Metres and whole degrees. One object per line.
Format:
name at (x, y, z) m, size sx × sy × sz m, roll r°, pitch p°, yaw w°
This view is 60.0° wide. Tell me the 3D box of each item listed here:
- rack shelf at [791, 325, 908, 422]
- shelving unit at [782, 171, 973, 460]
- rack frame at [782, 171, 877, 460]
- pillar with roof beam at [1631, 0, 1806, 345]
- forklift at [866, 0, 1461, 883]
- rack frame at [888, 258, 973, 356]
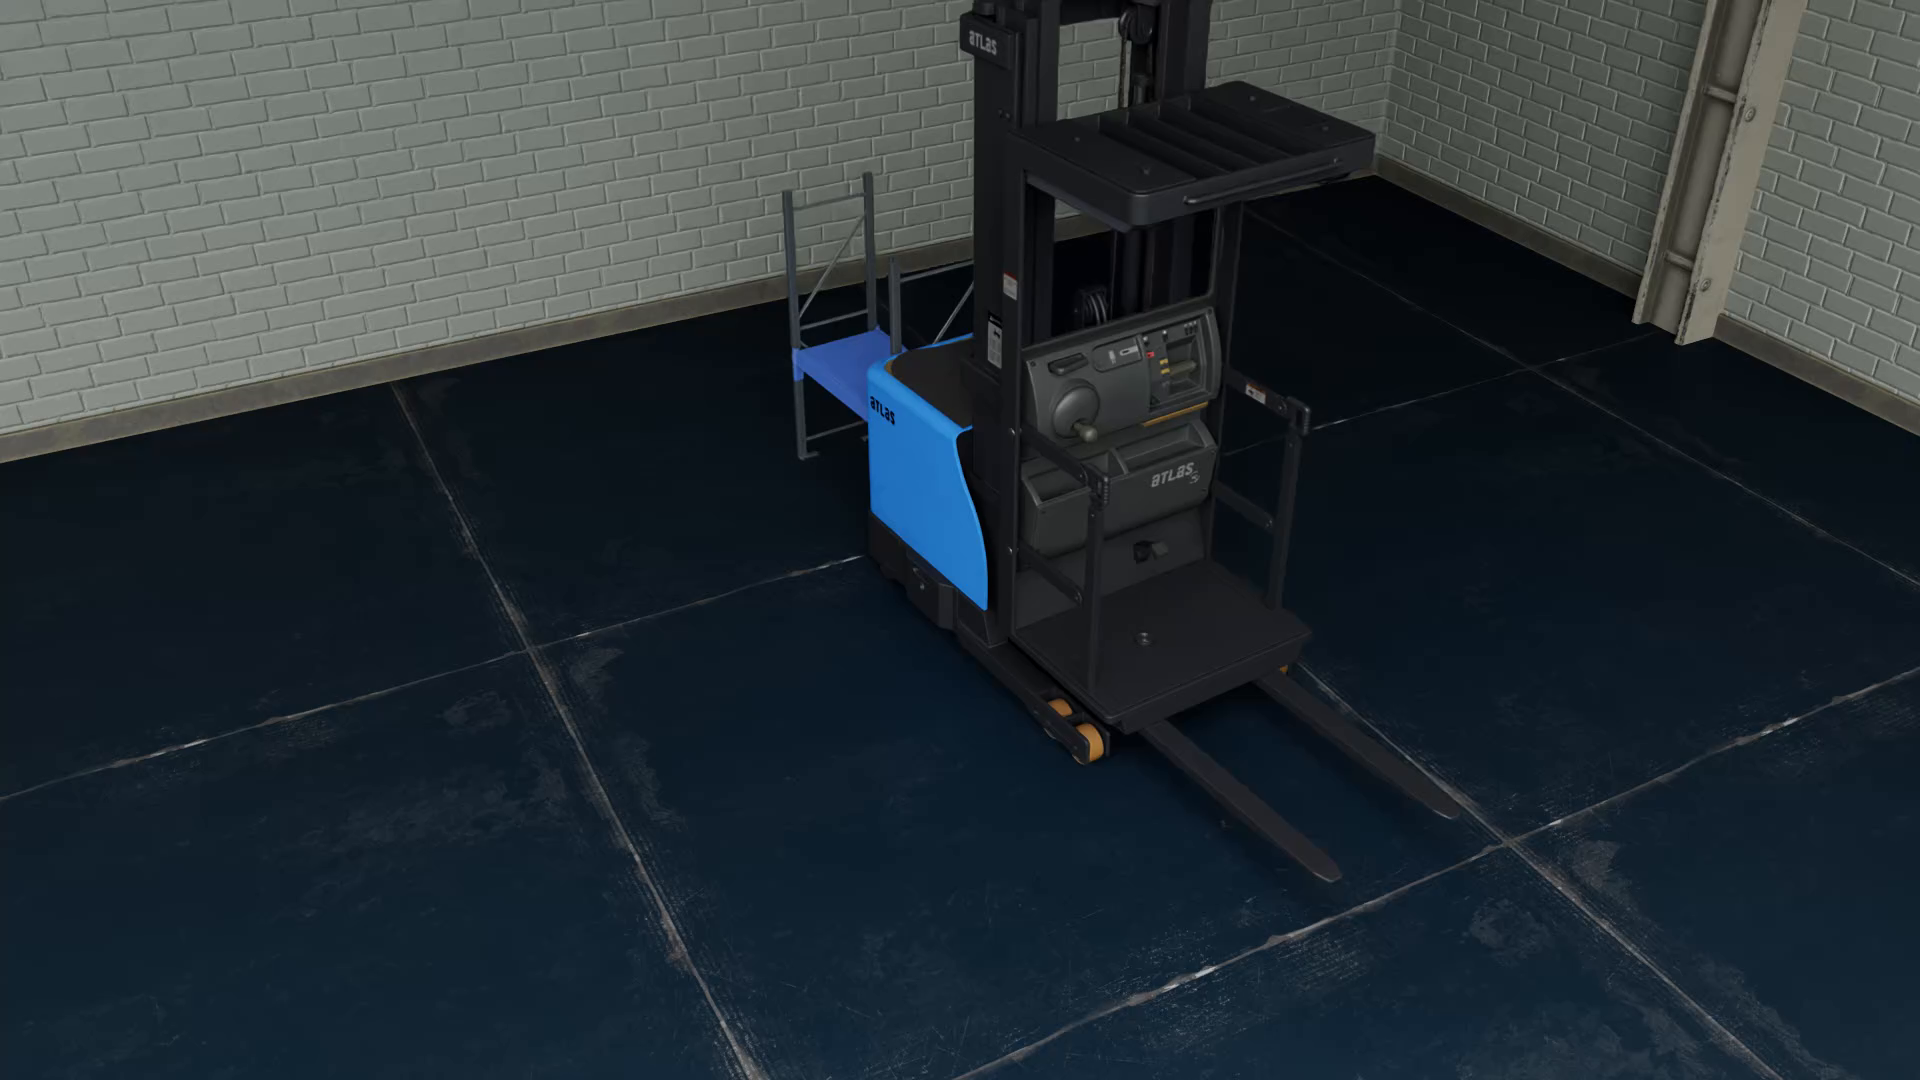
rack shelf at (-0.378, -0.761, 8.381) m, size 0.538 × 0.185 × 1.000 m, roll -19°, pitch 37°, yaw -27°
shelving unit at (-0.378, -0.912, 8.284) m, size 0.538 × 1.500 × 1.048 m, roll -19°, pitch 37°, yaw -27°
rack frame at (-0.654, -1.143, 8.643) m, size 0.500 × 1.500 × 0.032 m, roll -19°, pitch 37°, yaw -27°
pillar with roof beam at (0.609, -4.019, 6.181) m, size 9.100 × 9.000 × 0.400 m, roll -16°, pitch 36°, yaw -23°
forklift at (0.780, -0.609, 6.483) m, size 1.130 × 2.935 × 3.031 m, roll -19°, pitch 37°, yaw -27°
rack frame at (-0.103, -0.682, 7.924) m, size 0.500 × 1.500 × 0.032 m, roll -19°, pitch 37°, yaw -27°
